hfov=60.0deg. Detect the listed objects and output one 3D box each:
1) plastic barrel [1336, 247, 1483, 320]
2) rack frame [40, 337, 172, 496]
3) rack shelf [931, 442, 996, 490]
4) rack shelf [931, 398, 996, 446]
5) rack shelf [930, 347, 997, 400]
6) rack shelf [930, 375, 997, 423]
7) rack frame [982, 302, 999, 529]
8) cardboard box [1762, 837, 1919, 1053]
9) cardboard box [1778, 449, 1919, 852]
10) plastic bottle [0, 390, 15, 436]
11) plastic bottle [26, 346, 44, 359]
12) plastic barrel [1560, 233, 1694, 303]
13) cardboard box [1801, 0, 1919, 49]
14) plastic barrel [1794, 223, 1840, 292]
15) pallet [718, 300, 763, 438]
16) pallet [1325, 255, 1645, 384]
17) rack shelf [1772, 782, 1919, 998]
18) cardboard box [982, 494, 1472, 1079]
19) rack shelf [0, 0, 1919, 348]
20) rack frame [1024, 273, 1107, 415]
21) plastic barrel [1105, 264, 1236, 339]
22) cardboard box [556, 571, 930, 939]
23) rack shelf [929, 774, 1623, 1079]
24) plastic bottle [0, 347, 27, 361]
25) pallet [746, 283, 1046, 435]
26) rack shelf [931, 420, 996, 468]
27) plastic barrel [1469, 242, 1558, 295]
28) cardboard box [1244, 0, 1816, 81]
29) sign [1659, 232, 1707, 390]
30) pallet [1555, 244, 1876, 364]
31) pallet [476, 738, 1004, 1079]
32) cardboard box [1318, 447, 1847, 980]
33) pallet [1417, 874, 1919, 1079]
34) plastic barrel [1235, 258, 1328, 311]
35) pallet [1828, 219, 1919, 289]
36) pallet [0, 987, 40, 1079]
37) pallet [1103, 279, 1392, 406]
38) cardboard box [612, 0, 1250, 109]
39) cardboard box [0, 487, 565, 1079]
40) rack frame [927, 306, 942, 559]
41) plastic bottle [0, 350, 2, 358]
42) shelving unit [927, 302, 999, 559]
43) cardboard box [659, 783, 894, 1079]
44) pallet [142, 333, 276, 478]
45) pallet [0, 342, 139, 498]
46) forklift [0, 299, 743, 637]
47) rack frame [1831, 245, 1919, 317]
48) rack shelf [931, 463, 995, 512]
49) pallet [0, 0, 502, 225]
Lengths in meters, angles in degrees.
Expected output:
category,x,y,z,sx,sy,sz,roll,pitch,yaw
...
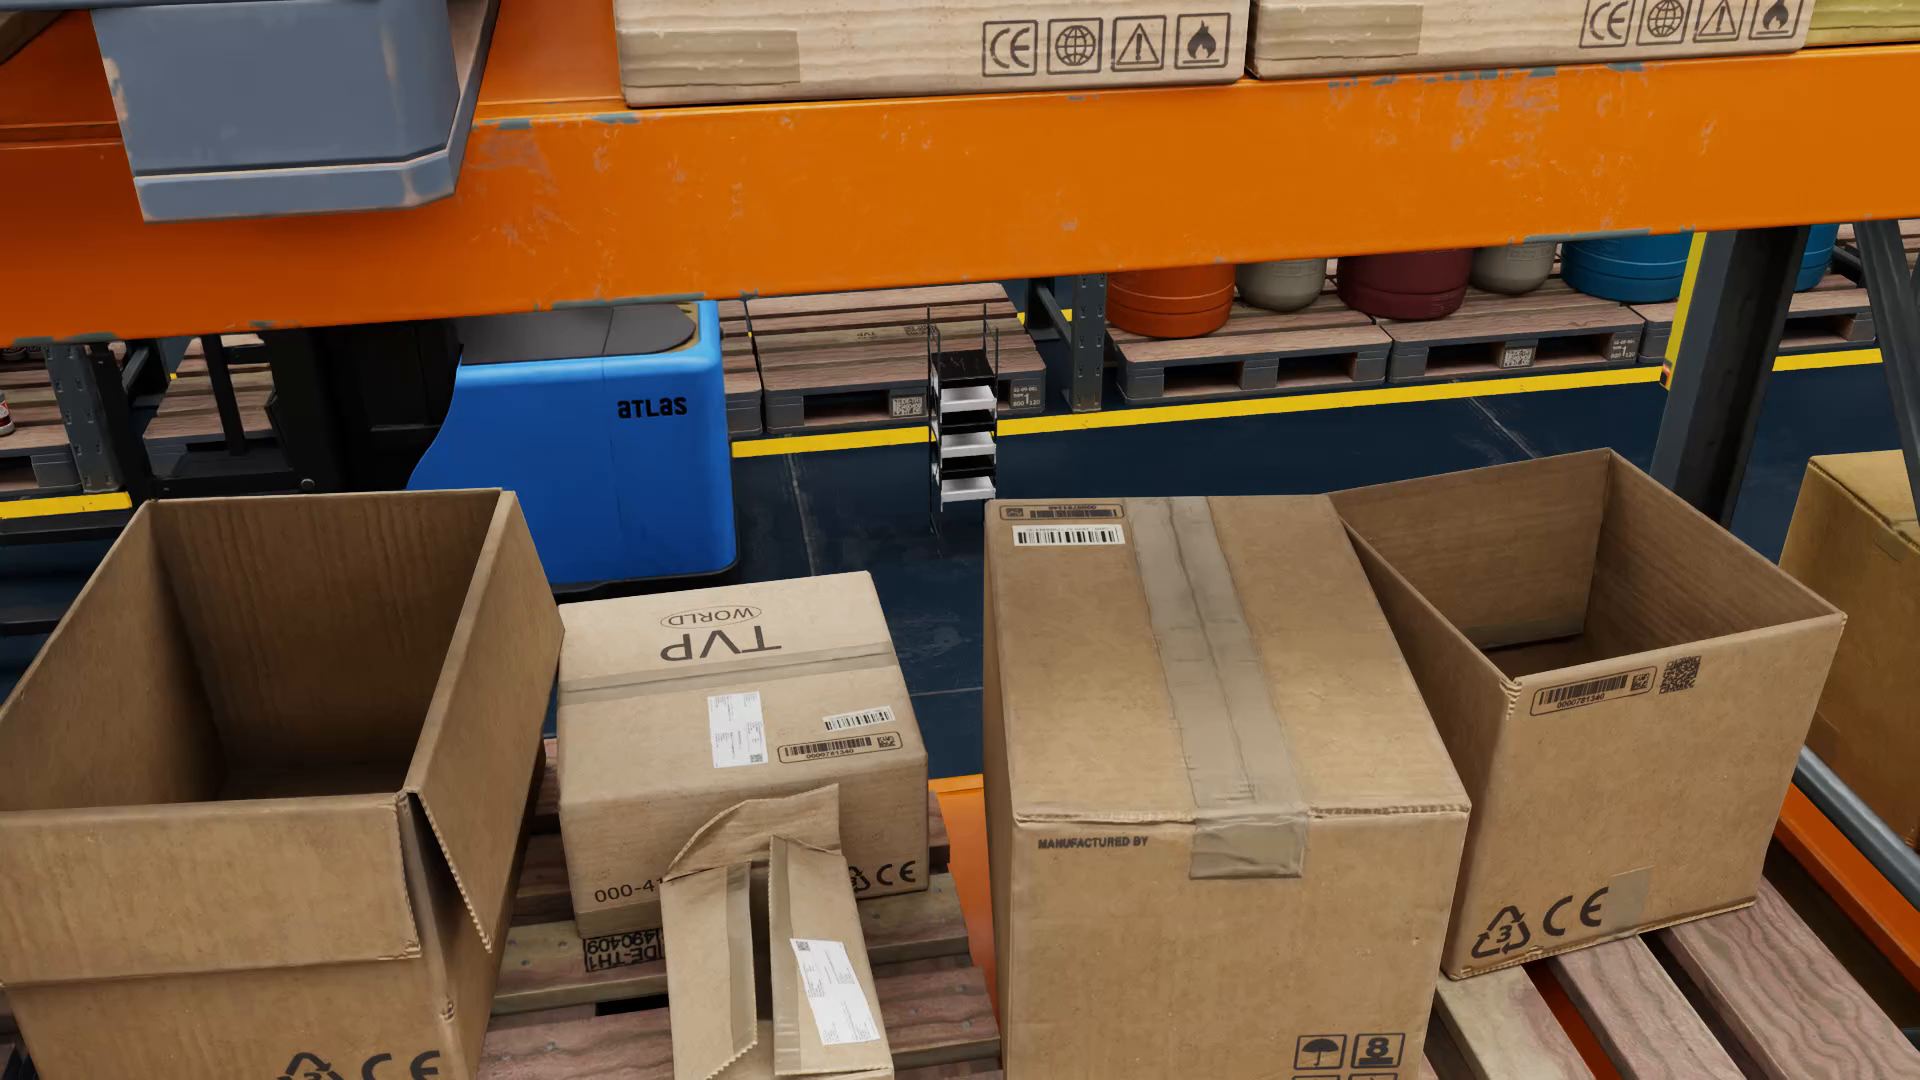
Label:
category,x,y,z,sx,sy,sz,roll,pitch,yaw
plastic barrel,2.048,-1.386,7.612,0.708,0.588,0.600,-5,31,-9
rack frame,-3.475,-1.723,6.220,0.127,3.000,1.000,-5,31,-9
rack shelf,0.008,-0.282,6.086,0.200,0.077,0.258,-5,31,-9
rack shelf,0.008,-0.437,5.994,0.200,0.077,0.258,-5,31,-9
rack shelf,0.008,-0.593,5.903,0.200,0.077,0.258,-5,31,-9
rack shelf,0.008,-0.515,5.949,0.200,0.077,0.258,-5,31,-9
rack frame,0.108,-0.398,6.039,0.006,0.900,0.240,-5,31,-9
cardboard box,2.034,1.064,3.163,0.875,0.875,1.225,-7,31,-11
cardboard box,1.792,0.170,2.903,0.500,0.500,0.500,-4,31,-7
plastic bottle,-3.776,-0.518,6.498,0.097,0.201,0.097,0,30,0
plastic bottle,-3.968,-0.886,7.125,0.097,0.201,0.097,0,30,0
plastic barrel,3.159,-1.624,7.708,0.708,0.901,0.600,-5,31,-9
cardboard box,0.928,-0.681,1.638,0.500,0.250,0.500,-5,31,-9
plastic barrel,3.856,-1.688,7.818,0.708,0.901,0.600,-5,31,-9
pallet,-1.507,-0.725,7.274,1.213,0.211,1.003,-5,31,-9
pallet,2.425,-1.088,7.892,1.213,0.211,1.003,-5,31,-9
rack shelf,3.319,0.509,3.135,4.000,0.370,1.077,-5,31,-9
cardboard box,0.296,0.328,2.221,0.500,0.500,0.700,-1,30,-2
rack shelf,-0.616,-0.419,1.753,4.000,0.370,1.077,-5,31,-9
rack frame,0.459,-2.088,6.841,0.127,3.000,1.000,-5,31,-9
plastic barrel,0.937,-1.387,7.375,0.708,0.830,0.600,-5,31,-9
cardboard box,-0.339,0.304,2.508,0.500,0.250,0.500,-6,31,-10
rack shelf,-0.616,0.874,2.514,4.000,0.370,1.077,-5,31,-9
plastic bottle,-4.068,-0.877,7.109,0.097,0.201,0.097,0,30,0
pallet,-0.310,-0.834,7.461,1.213,0.211,1.003,-5,31,-9
rack shelf,0.008,-0.360,6.040,0.200,0.077,0.258,-5,31,-9
plastic barrel,2.587,-1.449,7.795,0.421,0.512,0.421,0,30,0
cardboard box,0.442,-0.629,1.549,0.500,0.250,0.500,-5,31,-9
sign,1.248,-0.394,2.818,0.005,0.325,0.100,-5,31,-9
pallet,3.627,-1.201,8.085,1.213,0.211,1.003,-5,31,-9
pallet,-0.589,0.665,2.348,1.213,0.211,1.003,-5,31,-9
cardboard box,0.827,0.227,2.392,0.500,0.500,0.500,-9,32,-15
pallet,0.669,0.582,2.489,1.003,0.211,1.213,-5,31,-9
plastic barrel,1.477,-1.346,7.619,0.421,0.512,0.421,0,30,0
pallet,5.110,-1.337,8.316,1.213,0.211,1.003,-5,31,-9
pallet,-1.805,0.832,2.065,1.213,0.211,1.003,-5,31,-9
pallet,1.227,-0.979,7.706,1.213,0.211,1.003,-5,31,-9
cardboard box,-0.052,-0.585,1.473,0.500,0.250,0.500,-4,31,-8
cardboard box,-0.895,0.317,2.236,0.637,0.503,0.797,-2,31,-4
rack frame,-0.092,-0.379,6.007,0.006,0.900,0.240,-5,31,-9
plastic bottle,-4.181,-0.885,7.048,0.135,0.276,0.152,-4,31,-7
shelving unit,0.008,-0.389,6.023,0.210,0.900,0.258,-5,31,-9
cardboard box,-0.240,0.545,2.081,0.258,0.266,0.396,-6,31,-10
pallet,-2.710,-0.612,7.082,1.213,0.211,1.003,-5,31,-9
pallet,-4.144,-0.480,6.858,1.213,0.211,1.003,-5,31,-9
forklift,-2.294,-1.038,5.124,3.031,2.935,1.130,-4,31,-7
rack frame,4.394,-2.453,7.462,0.127,3.000,1.000,-5,31,-9
rack shelf,0.008,-0.205,6.131,0.200,0.077,0.258,-5,31,-9
pallet,-0.937,-0.565,1.477,1.003,0.211,1.213,-5,31,-9
